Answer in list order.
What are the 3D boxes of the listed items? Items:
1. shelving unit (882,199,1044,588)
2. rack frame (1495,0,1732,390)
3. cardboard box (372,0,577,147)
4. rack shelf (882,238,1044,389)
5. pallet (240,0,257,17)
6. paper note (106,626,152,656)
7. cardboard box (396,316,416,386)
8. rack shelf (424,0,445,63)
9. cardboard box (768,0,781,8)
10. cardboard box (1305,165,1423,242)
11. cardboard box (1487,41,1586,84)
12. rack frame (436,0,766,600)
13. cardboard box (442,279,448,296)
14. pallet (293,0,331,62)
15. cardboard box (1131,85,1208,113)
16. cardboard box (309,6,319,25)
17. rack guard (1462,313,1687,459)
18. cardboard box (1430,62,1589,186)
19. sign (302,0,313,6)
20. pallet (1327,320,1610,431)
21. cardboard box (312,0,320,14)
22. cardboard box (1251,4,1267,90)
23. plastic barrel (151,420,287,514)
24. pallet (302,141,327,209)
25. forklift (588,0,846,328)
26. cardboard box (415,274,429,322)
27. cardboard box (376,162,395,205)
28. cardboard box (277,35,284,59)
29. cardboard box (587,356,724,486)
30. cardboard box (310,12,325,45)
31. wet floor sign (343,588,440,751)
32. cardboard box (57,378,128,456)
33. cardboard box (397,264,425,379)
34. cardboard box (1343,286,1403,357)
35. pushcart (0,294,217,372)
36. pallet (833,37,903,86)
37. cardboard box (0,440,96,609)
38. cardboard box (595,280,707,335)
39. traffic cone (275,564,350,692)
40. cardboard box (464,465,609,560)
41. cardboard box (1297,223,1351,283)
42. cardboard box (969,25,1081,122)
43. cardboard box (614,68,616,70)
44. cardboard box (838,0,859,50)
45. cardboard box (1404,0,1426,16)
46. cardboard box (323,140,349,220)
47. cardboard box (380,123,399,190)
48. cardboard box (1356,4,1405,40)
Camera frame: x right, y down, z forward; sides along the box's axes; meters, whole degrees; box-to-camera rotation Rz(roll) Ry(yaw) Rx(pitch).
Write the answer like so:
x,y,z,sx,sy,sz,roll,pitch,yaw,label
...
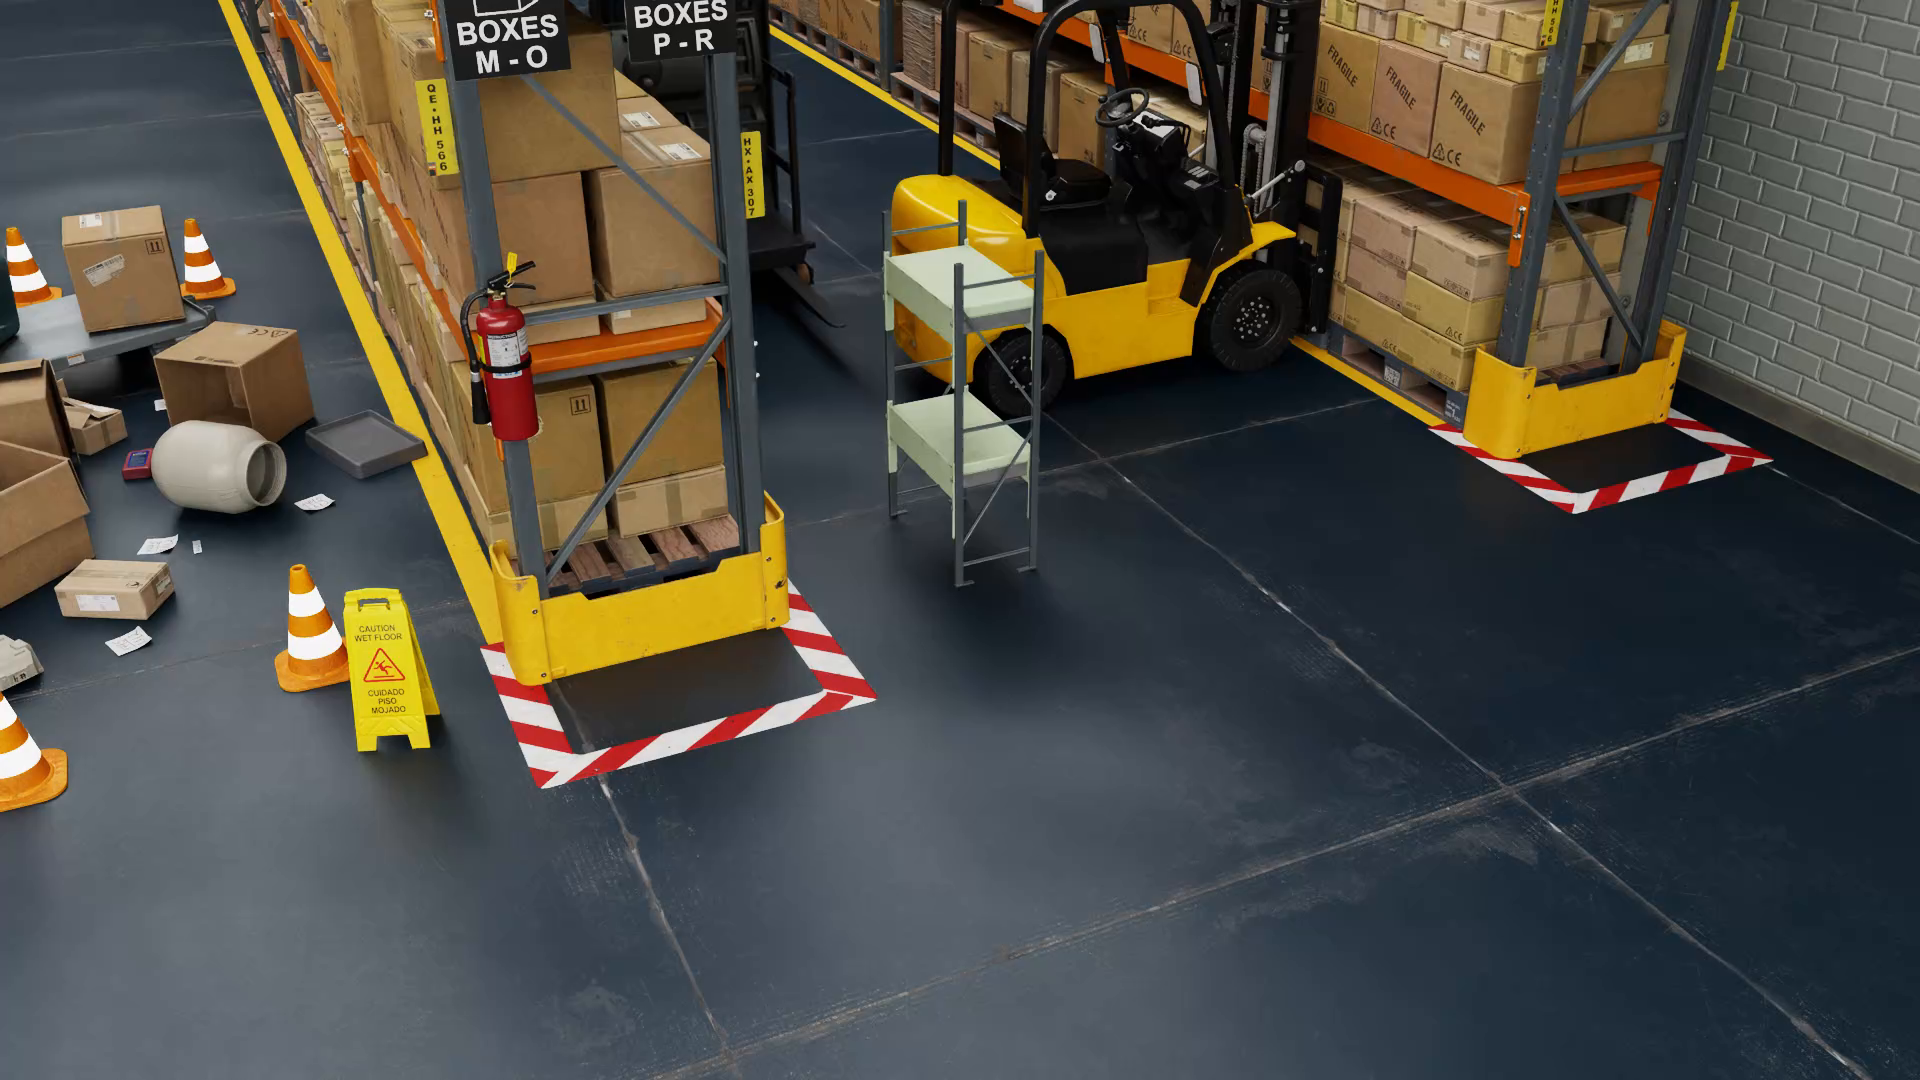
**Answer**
x,y,z,sx,sy,sz,roll,pitch,yaw,label
0.003,-0.651,7.378,0.431,1.500,0.755,-13,32,-22,shelving unit
3.203,-1.918,8.104,1.000,3.000,0.127,-13,32,-22,rack frame
-1.905,-1.889,6.623,0.700,0.500,0.500,-13,32,-22,cardboard box
0.003,-0.992,7.187,0.431,0.370,0.720,-13,32,-22,rack shelf
-7.213,-5.851,17.969,1.003,0.211,1.213,-13,32,-22,pallet
-3.482,0.421,6.968,0.142,0.019,0.148,26,38,38,paper note
-2.747,-1.075,8.981,0.500,0.250,0.500,-11,31,-19,cardboard box
-2.137,-2.753,7.261,1.077,0.370,4.000,-13,32,-22,rack shelf
-1.706,-5.818,17.185,0.500,0.500,0.500,-14,32,-23,cardboard box
2.274,-1.921,9.469,0.500,0.250,0.500,-13,32,-21,cardboard box
2.801,-2.339,8.089,0.380,0.149,0.250,-13,32,-21,cardboard box
-1.278,-0.875,6.243,1.000,3.000,0.127,-13,32,-22,rack frame
-1.932,-1.092,6.887,0.380,0.149,0.250,-14,32,-23,cardboard box
-3.826,-3.459,11.048,1.003,0.211,1.213,-13,32,-22,pallet
1.410,-2.826,11.082,0.500,0.250,0.500,-14,32,-23,cardboard box
-3.615,-3.373,9.862,0.500,0.500,0.500,-13,32,-22,cardboard box
3.214,-0.818,8.697,1.175,0.500,0.348,-13,32,-22,rack guard
2.755,-2.124,8.369,0.500,0.500,0.500,-14,32,-23,cardboard box
-3.495,-3.028,8.900,0.100,0.325,0.005,-13,32,-22,sign
2.837,-1.031,9.373,1.003,0.211,1.213,-13,32,-22,pallet
-3.002,-3.011,8.624,0.700,0.500,0.500,-13,32,-22,cardboard box
1.898,-3.028,9.981,0.500,0.500,0.500,-13,32,-22,cardboard box
-3.532,-0.345,7.933,0.512,0.421,0.421,7,30,13,plastic barrel
-4.378,-2.847,12.611,1.003,0.211,1.213,-13,32,-22,pallet
-1.583,-2.911,9.945,1.130,2.935,3.031,-13,32,-21,forklift
-2.292,-1.144,7.676,0.380,0.149,0.250,-12,31,-20,cardboard box
-2.609,-1.758,8.076,0.380,0.149,0.250,-13,32,-22,cardboard box
-5.696,-4.777,14.946,0.875,0.875,0.875,-12,31,-21,cardboard box
-1.385,-0.610,7.387,0.500,0.500,0.500,-14,32,-24,cardboard box
-3.706,-3.111,10.059,0.380,0.149,0.250,-14,32,-23,cardboard box
-2.163,0.461,6.268,0.267,0.644,0.232,-3,29,-5,wet floor sign
-4.584,-0.638,8.617,0.396,0.266,0.258,13,32,21,cardboard box
-2.524,-1.172,8.388,0.500,0.500,0.500,-11,31,-19,cardboard box
2.511,-1.265,9.321,0.500,0.250,0.500,-13,32,-22,cardboard box
-5.033,-0.997,9.142,0.936,0.377,1.648,26,38,38,pushcart
-0.517,-4.574,15.691,1.003,0.211,1.213,-13,32,-22,pallet
-4.319,-0.030,7.289,0.637,0.503,0.797,13,32,21,cardboard box
-1.237,-0.959,6.649,0.380,0.149,0.250,-13,32,-22,cardboard box
-2.628,0.313,6.719,0.336,0.463,0.334,-13,32,-22,traffic cone
-1.878,-0.170,7.368,0.500,0.250,0.500,-13,32,-22,cardboard box
2.266,-1.717,9.616,0.500,0.250,0.500,-14,32,-23,cardboard box
0.601,-3.737,13.346,0.875,0.625,0.625,-14,32,-24,cardboard box
-1.902,-1.991,7.828,0.500,0.500,0.500,-14,32,-23,cardboard box
-0.812,-4.910,15.566,0.500,0.500,0.500,-14,32,-23,cardboard box
2.549,-2.827,8.654,0.380,0.149,0.250,-13,32,-22,cardboard box
-3.834,-2.533,11.458,0.950,0.372,0.625,-12,31,-20,cardboard box
-2.383,-1.902,7.668,0.500,0.500,0.500,-13,32,-21,cardboard box
2.355,-2.793,8.899,0.380,0.149,0.250,-14,32,-24,cardboard box
